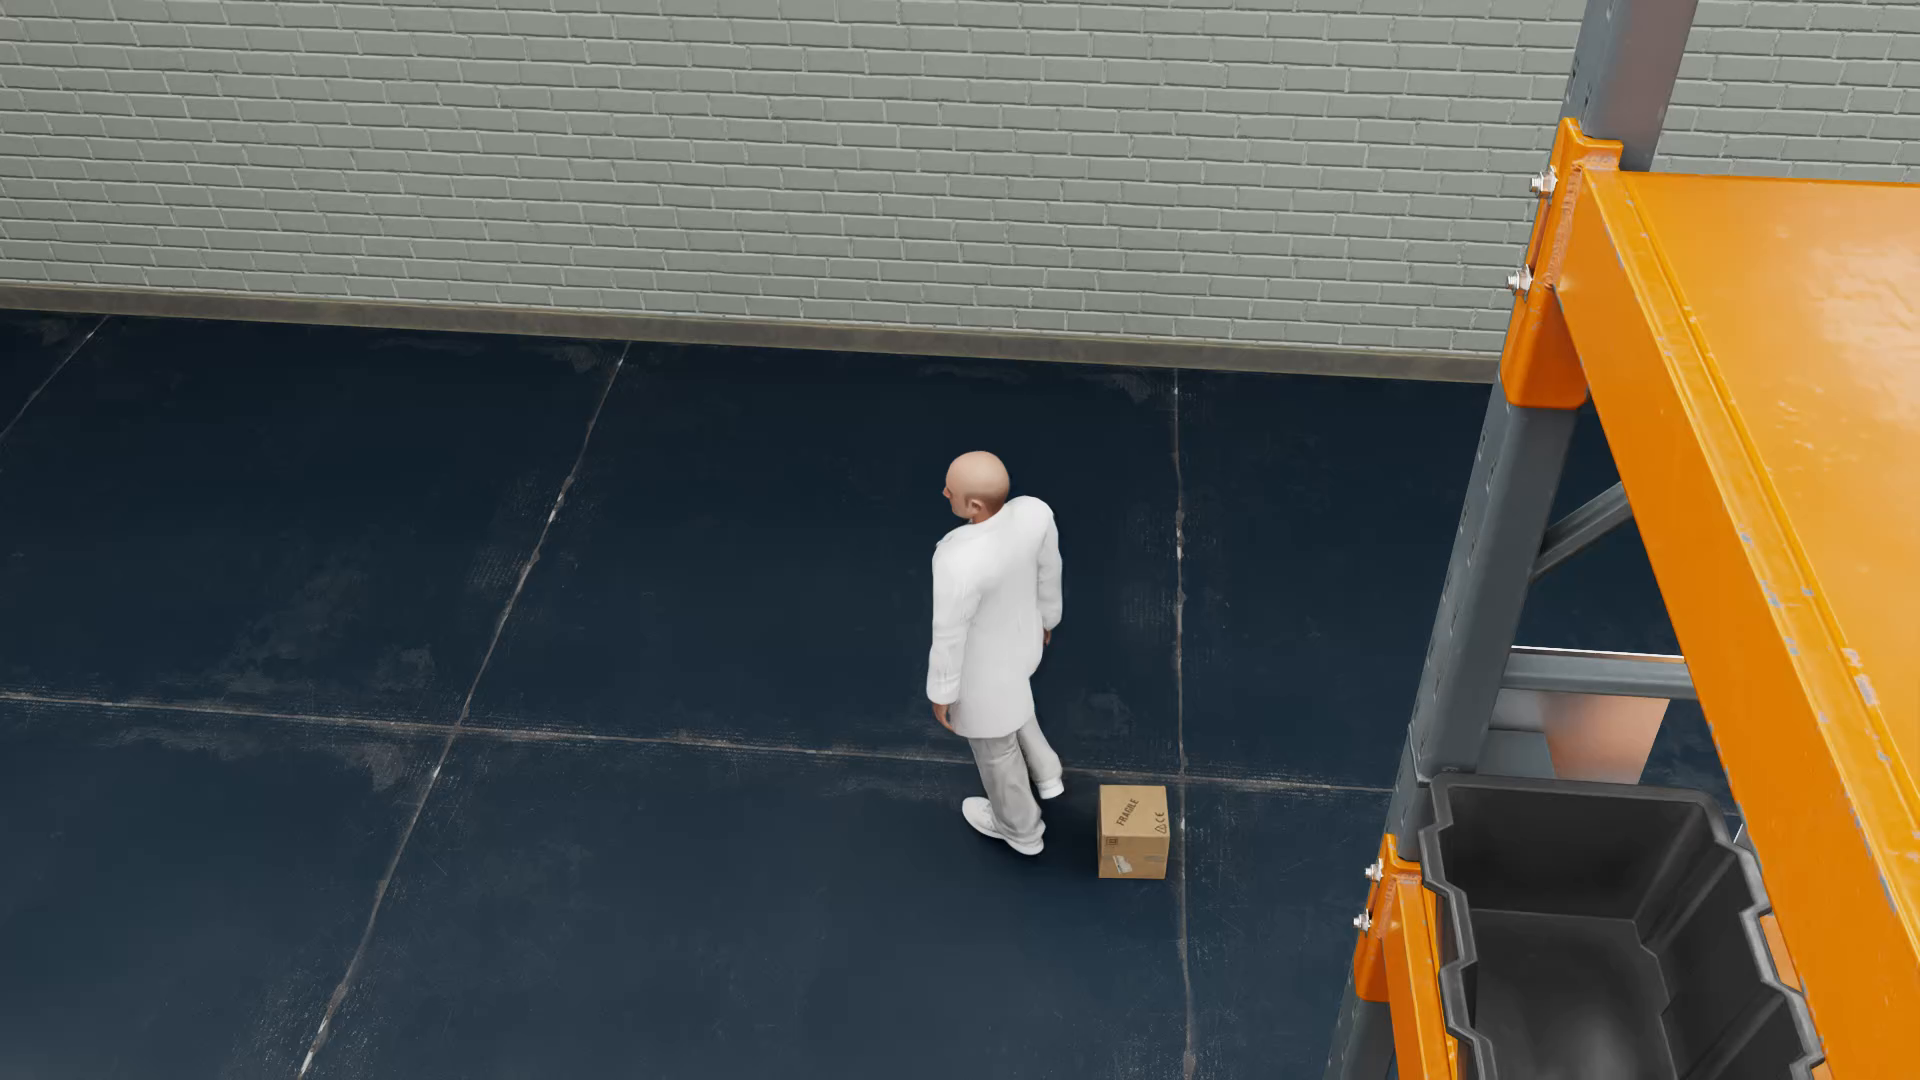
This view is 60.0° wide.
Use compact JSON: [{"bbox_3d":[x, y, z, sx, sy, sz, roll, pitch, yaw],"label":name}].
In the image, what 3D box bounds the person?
[{"bbox_3d":[0.128,0.398,5.939,0.528,1.774,0.691,27,47,29],"label":"person"}]
